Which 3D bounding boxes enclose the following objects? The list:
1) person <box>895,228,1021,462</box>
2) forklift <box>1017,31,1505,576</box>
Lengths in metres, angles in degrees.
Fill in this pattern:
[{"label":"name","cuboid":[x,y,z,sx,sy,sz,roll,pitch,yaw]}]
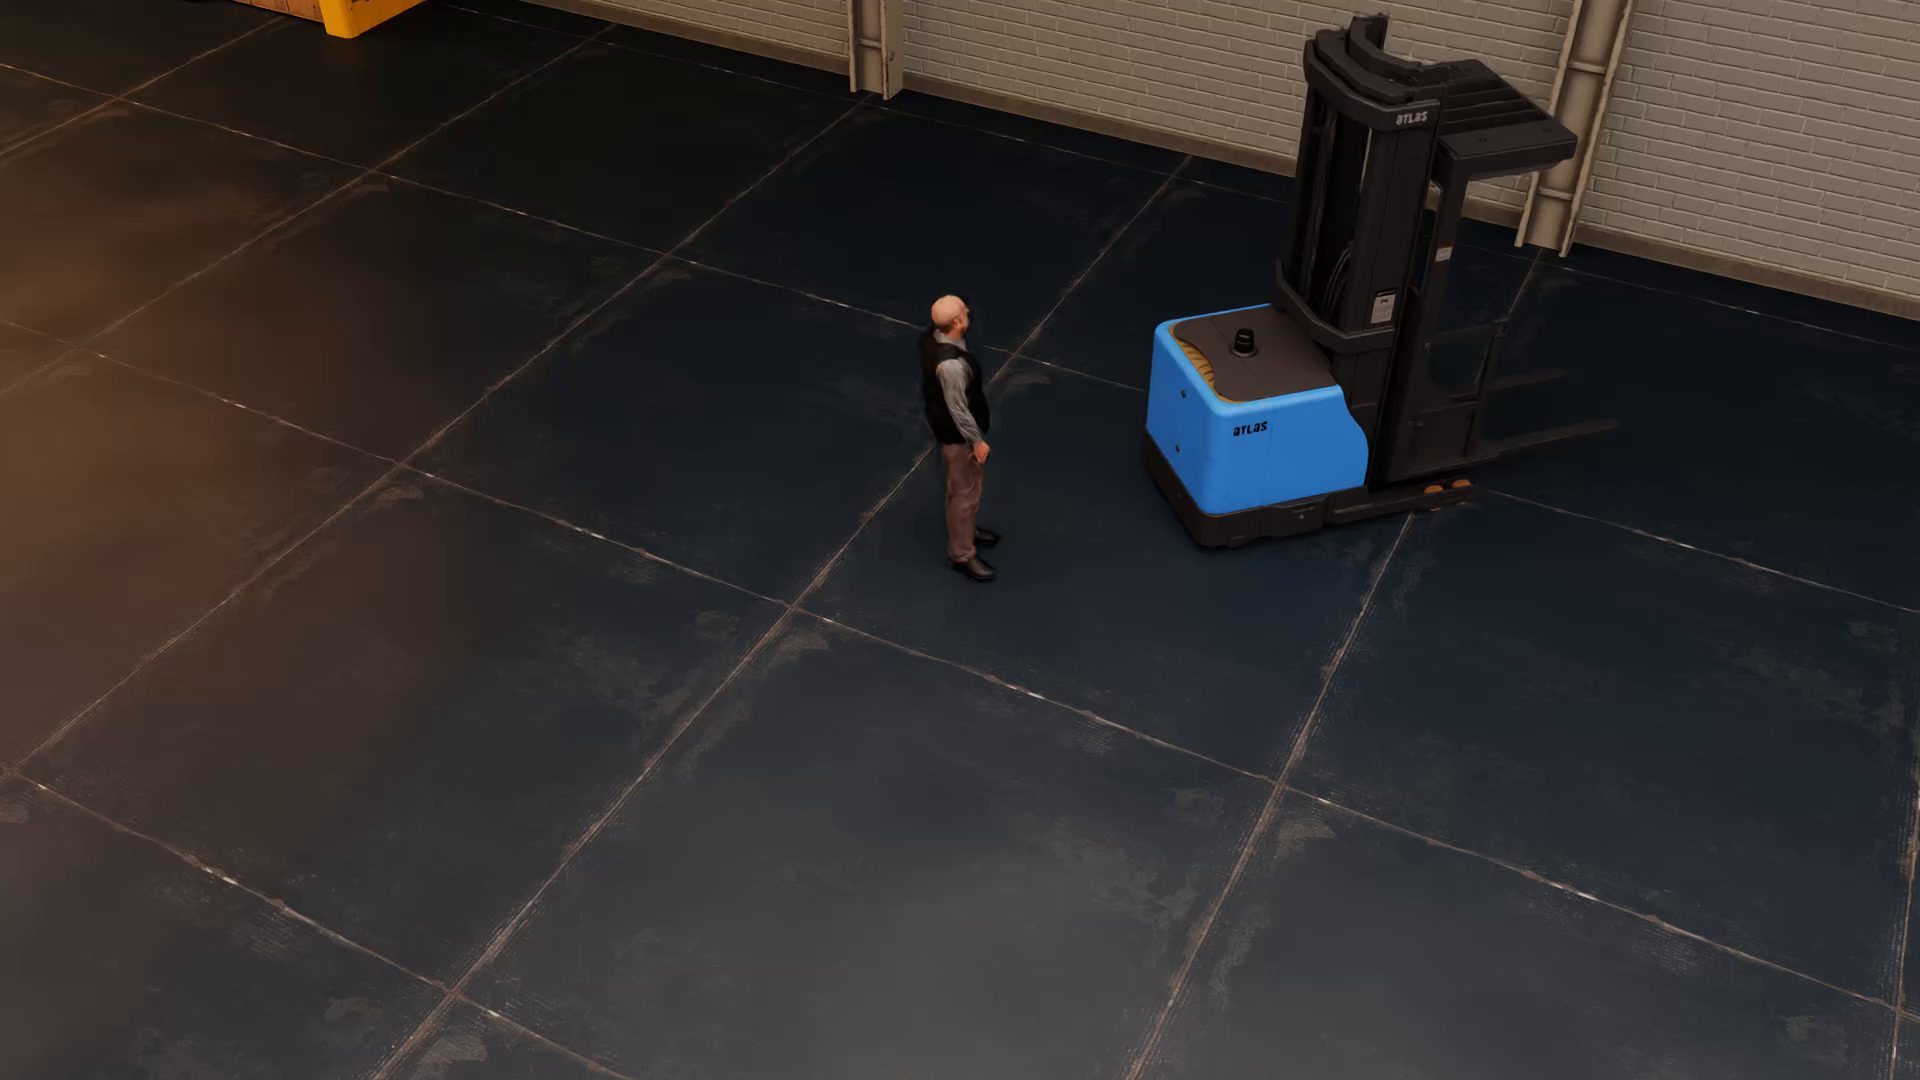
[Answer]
[{"label":"person","cuboid":[0.013,-1.226,10.445,0.869,1.694,0.418,-14,42,-16]},{"label":"forklift","cuboid":[1.940,-1.457,9.716,3.031,2.935,1.130,-11,41,-13]}]
